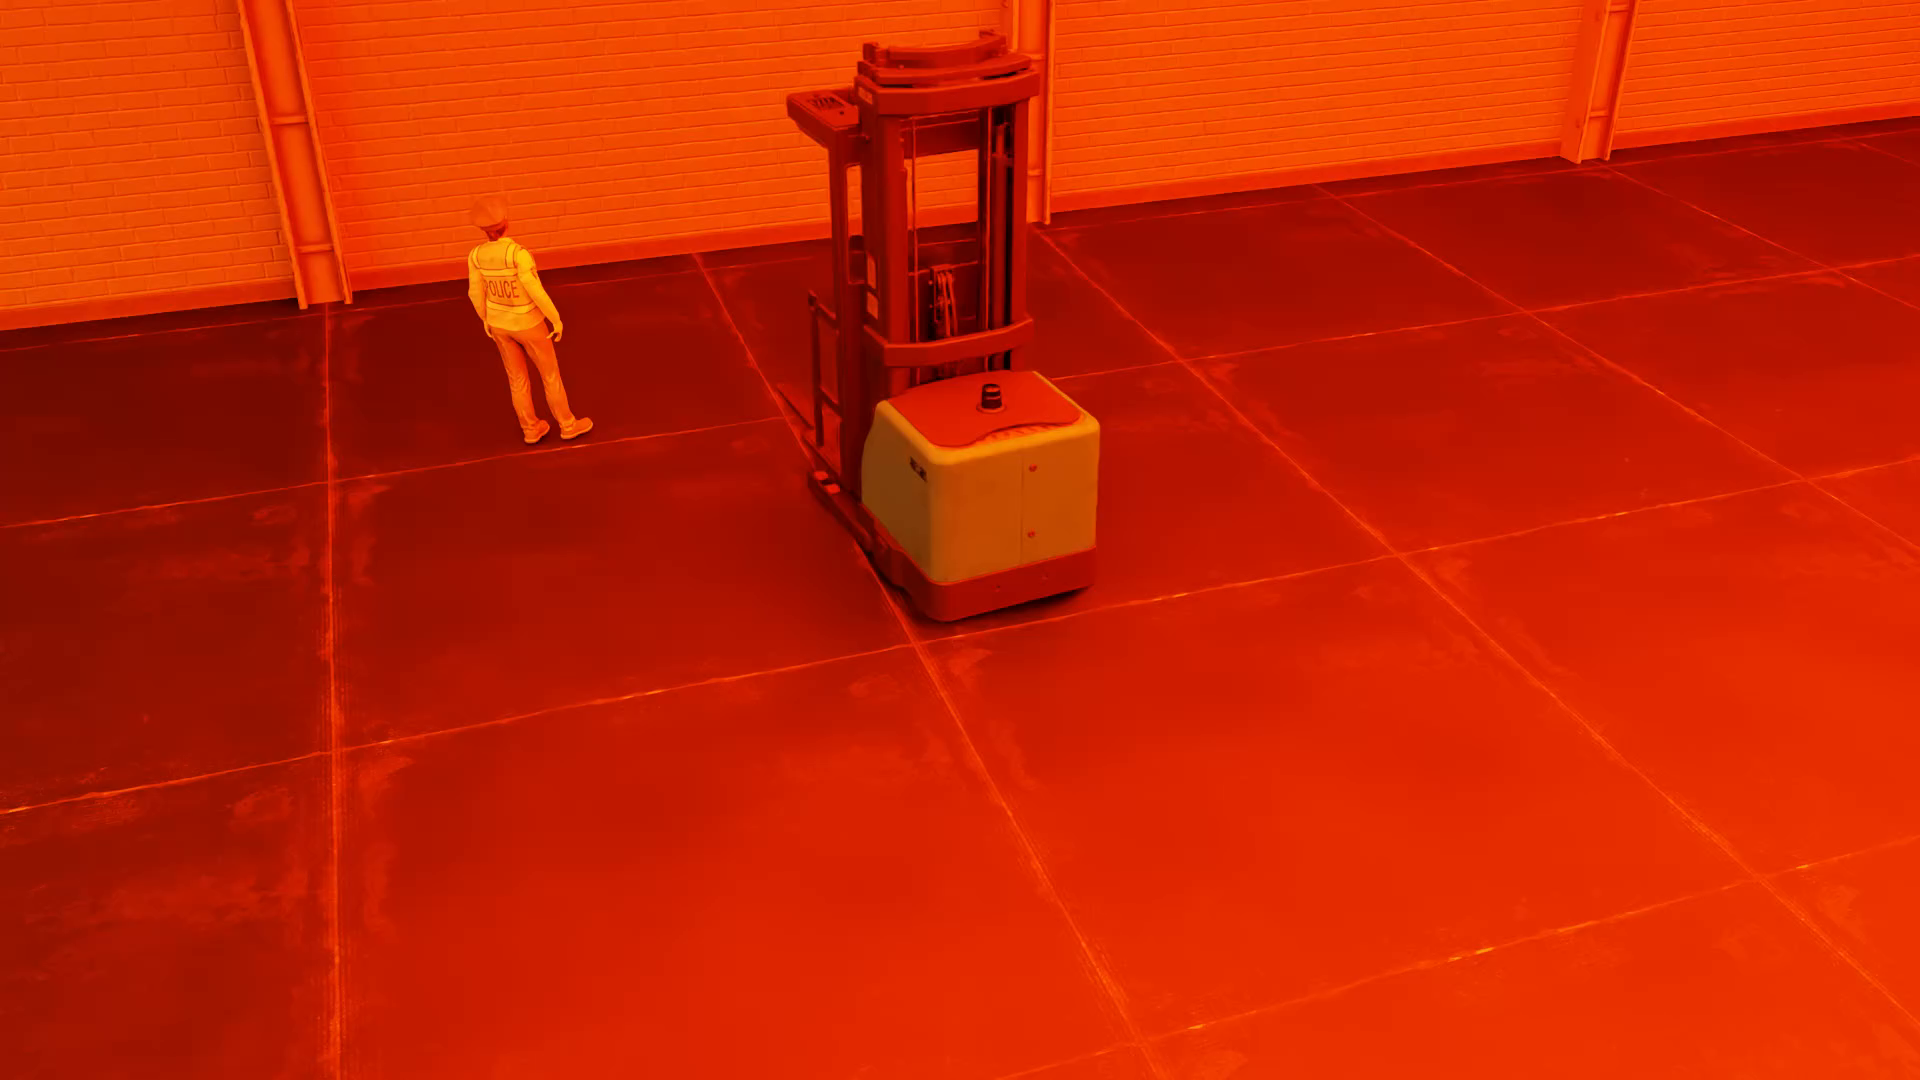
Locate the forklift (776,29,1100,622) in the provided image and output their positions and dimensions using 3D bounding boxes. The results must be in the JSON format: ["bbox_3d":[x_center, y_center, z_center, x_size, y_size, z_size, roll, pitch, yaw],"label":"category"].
[{"bbox_3d":[-0.311,-1.537,9.759,1.130,2.935,3.031,-13,32,-22],"label":"forklift"}]

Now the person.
[{"bbox_3d":[-2.839,-1.432,10.802,0.584,1.694,0.532,8,31,13],"label":"person"}]
